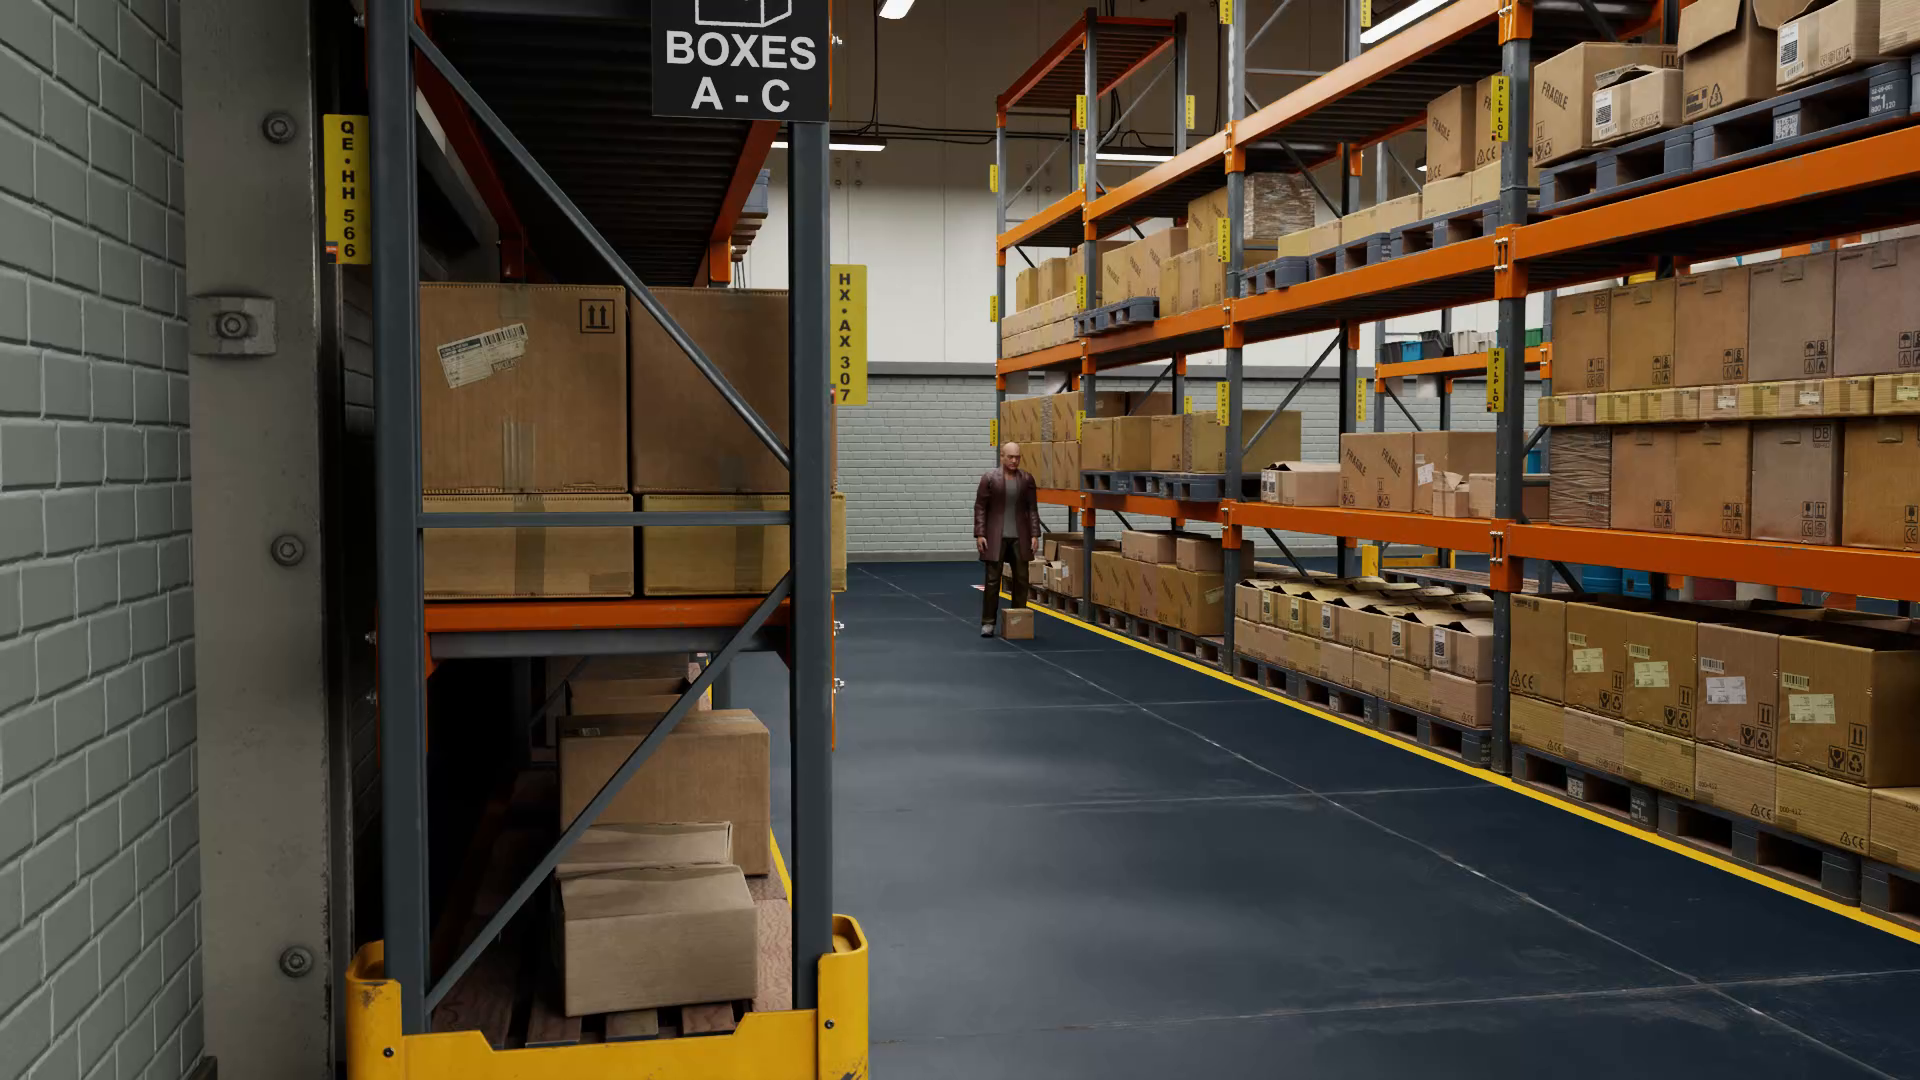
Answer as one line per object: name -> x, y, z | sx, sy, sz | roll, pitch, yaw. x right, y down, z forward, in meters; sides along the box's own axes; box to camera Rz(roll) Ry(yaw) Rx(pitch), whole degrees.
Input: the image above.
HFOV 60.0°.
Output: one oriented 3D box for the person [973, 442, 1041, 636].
person -> 0.437, -0.012, 15.338 | 0.642, 1.773, 0.428 | -1, 3, -13
